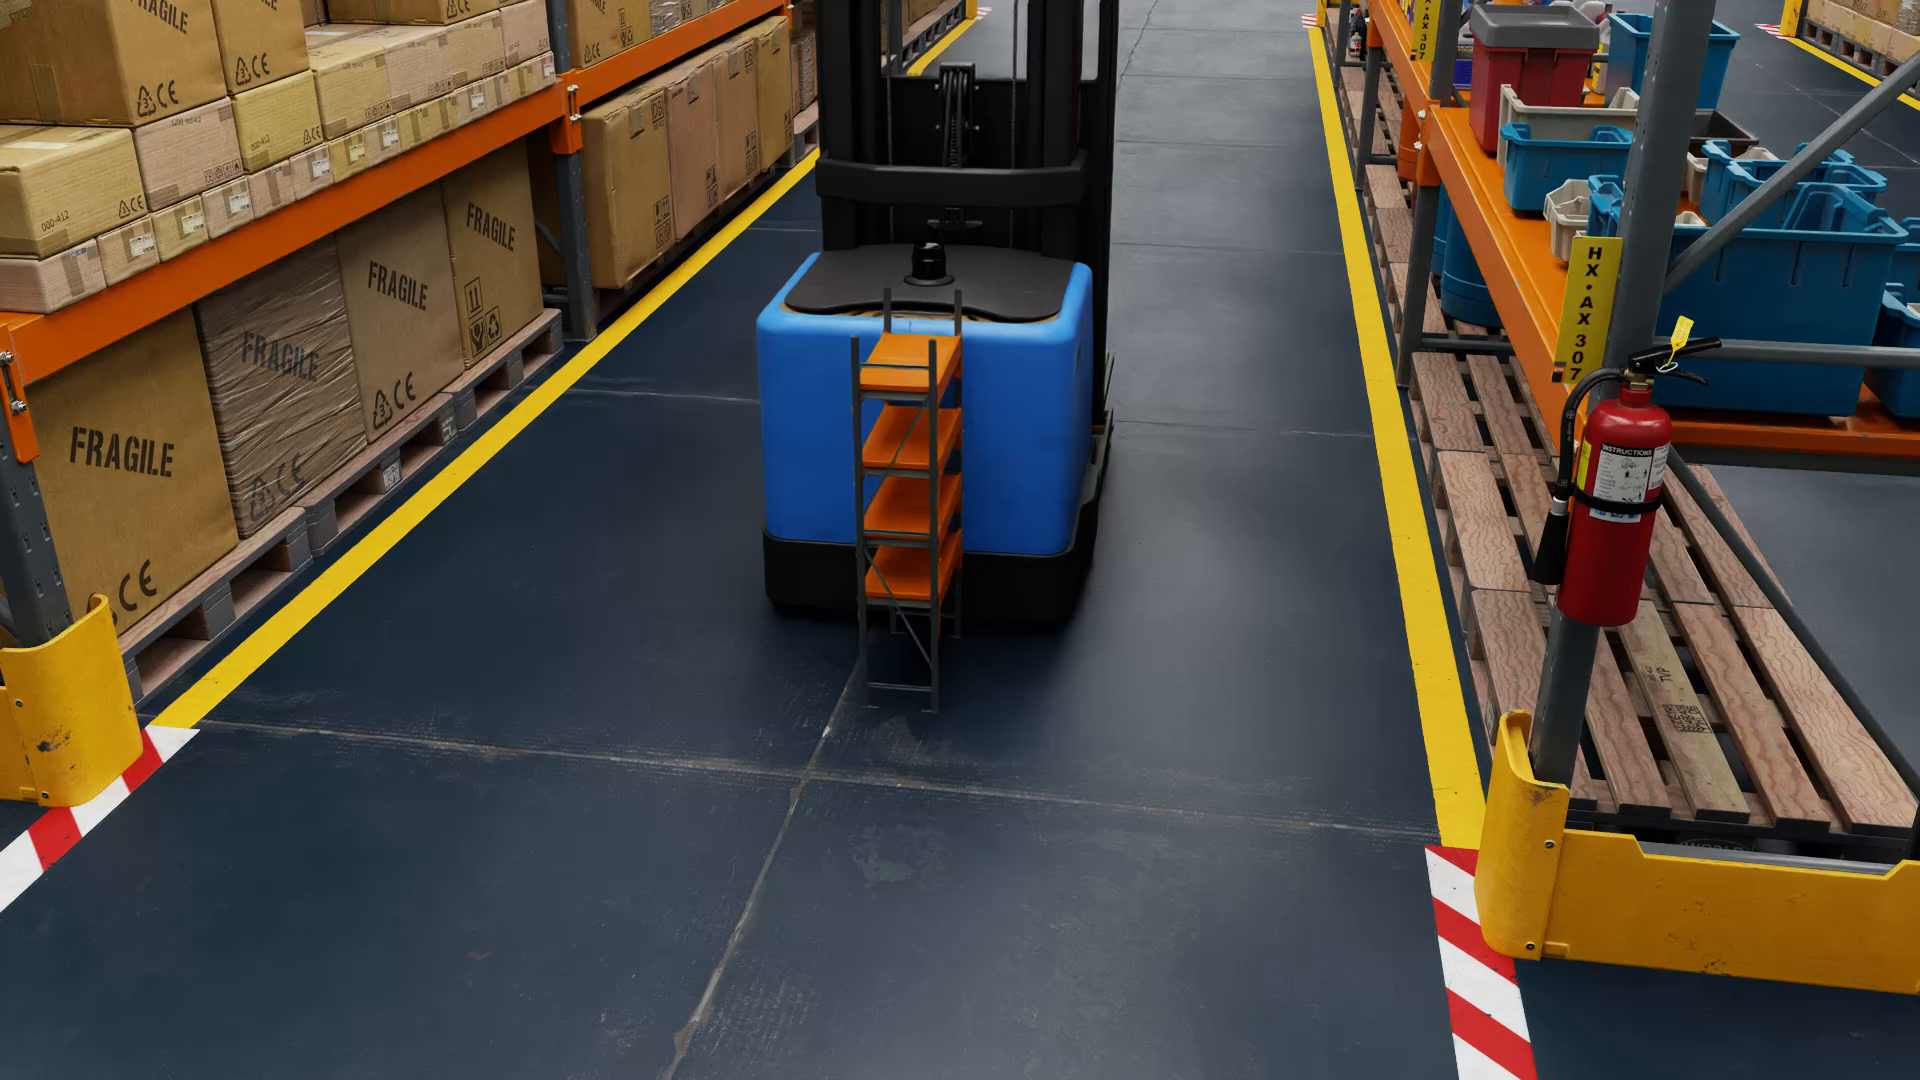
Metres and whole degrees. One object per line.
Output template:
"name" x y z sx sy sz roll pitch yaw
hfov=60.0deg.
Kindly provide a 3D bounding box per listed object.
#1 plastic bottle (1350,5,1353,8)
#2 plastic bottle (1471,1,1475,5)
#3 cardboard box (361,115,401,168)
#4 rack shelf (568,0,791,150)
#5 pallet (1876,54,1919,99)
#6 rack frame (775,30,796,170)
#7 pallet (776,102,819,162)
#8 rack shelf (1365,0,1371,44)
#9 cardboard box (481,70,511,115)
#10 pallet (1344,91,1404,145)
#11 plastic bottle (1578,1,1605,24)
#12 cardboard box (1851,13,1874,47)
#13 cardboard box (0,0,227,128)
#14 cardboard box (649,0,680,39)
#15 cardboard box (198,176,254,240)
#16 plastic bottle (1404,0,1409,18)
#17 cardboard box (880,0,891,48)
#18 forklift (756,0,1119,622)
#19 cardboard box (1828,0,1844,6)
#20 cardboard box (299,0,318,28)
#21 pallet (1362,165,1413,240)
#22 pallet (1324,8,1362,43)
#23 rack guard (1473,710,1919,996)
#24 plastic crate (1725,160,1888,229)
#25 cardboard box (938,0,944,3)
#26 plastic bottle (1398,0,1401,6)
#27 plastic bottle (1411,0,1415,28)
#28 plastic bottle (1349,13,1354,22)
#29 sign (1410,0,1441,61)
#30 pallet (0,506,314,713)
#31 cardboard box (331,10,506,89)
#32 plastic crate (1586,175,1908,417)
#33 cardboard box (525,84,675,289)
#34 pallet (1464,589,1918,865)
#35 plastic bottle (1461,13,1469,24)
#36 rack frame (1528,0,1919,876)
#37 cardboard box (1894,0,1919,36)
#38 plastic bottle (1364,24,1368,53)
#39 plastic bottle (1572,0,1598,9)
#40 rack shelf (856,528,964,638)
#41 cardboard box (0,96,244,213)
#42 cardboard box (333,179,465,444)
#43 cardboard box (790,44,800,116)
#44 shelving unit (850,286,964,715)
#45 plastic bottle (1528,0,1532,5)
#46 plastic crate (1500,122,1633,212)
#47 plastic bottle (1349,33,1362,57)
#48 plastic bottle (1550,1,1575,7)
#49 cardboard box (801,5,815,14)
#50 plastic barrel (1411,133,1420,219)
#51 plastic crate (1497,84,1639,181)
"plastic bottle" 3.826 -5.117 16.343 0.097 0.271 0.097 0 25 0
"plastic bottle" 2.555 -2.548 8.308 0.097 0.271 0.097 0 25 0
"cardboard box" -2.324 -1.492 6.195 0.380 0.149 0.250 4 25 9
"rack shelf" -2.018 -2.910 9.778 1.077 0.370 4.000 4 25 9
"pallet" 8.906 -4.124 14.812 1.003 0.211 1.213 4 25 9
"rack frame" -1.692 -4.073 11.412 1.000 3.000 0.127 4 25 9
"pallet" -1.562 -3.136 12.702 1.003 0.211 1.213 4 25 9
"rack shelf" 3.522 -4.240 12.619 1.077 0.370 4.000 4 25 9
"cardboard box" -2.156 -1.921 7.111 0.380 0.149 0.250 4 25 8
"pallet" 3.561 -3.297 13.044 1.003 0.211 1.213 4 25 9
"plastic bottle" 3.144 -2.555 8.316 0.152 0.276 0.135 4 25 9
"cardboard box" 8.834 -4.839 15.798 0.500 0.250 0.500 4 25 9
"cardboard box" -2.572 -1.524 4.910 0.500 0.500 0.500 3 25 7
"cardboard box" -1.860 -3.040 9.088 0.500 0.500 0.500 3 25 7
"cardboard box" -2.492 -1.062 5.277 0.380 0.149 0.250 4 25 8
"plastic bottle" 2.625 -3.175 9.633 0.061 0.283 0.133 4 25 9
"cardboard box" -0.933 -4.968 15.779 0.500 0.500 0.500 3 25 7
"forklift" 0.058 -1.651 6.320 1.130 2.935 3.031 4 25 7
"cardboard box" 9.001 -5.597 16.532 0.500 0.500 0.500 4 25 9
"cardboard box" -2.844 -2.200 6.353 0.500 0.500 0.500 3 25 7
"pallet" 3.107 -2.134 10.560 1.003 0.211 1.213 4 25 9
"pallet" 4.398 -5.438 17.619 1.003 0.211 1.213 4 25 9
"rack guard" 1.896 0.760 4.038 1.175 0.500 0.348 4 25 9
"plastic crate" 2.468 -0.966 4.902 0.416 0.233 0.300 4 25 9
"cardboard box" -0.503 -6.217 18.446 0.500 0.500 0.500 9 27 18
"plastic bottle" 2.706 -3.384 10.078 0.061 0.283 0.133 4 25 9
"plastic bottle" 2.570 -2.983 9.236 0.097 0.271 0.097 0 25 0
"plastic bottle" 3.686 -4.812 15.677 0.061 0.283 0.133 6 26 12
"sign" 1.999 -2.221 7.130 0.100 0.325 0.005 4 25 9
"pallet" -2.946 0.196 5.581 1.003 0.211 1.213 4 25 9
"cardboard box" -2.241 -2.047 6.911 0.500 0.250 0.500 5 26 10
"plastic crate" 1.758 -0.580 3.838 0.616 0.435 0.499 4 25 9
"cardboard box" -2.260 -1.897 8.774 1.225 0.875 0.875 4 25 9
"pallet" 2.060 0.537 4.853 1.003 0.211 1.213 4 25 9
"plastic bottle" 2.346 -2.340 7.858 0.152 0.276 0.135 4 25 9
"rack frame" 1.887 -0.384 3.531 1.000 3.000 0.127 4 25 9
"cardboard box" 8.688 -4.760 14.743 0.500 0.500 0.500 4 25 9
"plastic bottle" 3.812 -4.681 15.318 0.144 0.351 0.185 4 25 9
"plastic bottle" 3.182 -2.652 8.523 0.152 0.276 0.135 4 25 9
"rack shelf" -0.150 0.121 5.203 0.258 0.148 0.480 4 25 7
"cardboard box" -2.576 -1.193 5.087 0.500 0.250 0.500 4 25 8
"cardboard box" -2.679 -0.981 6.818 0.875 0.875 0.875 4 25 9
"cardboard box" -1.602 -3.421 12.451 0.700 0.500 0.500 3 25 6
"shelving unit" -0.150 -0.120 5.091 0.258 1.200 0.503 4 25 7
"plastic bottle" 3.475 -3.297 9.990 0.097 0.201 0.097 0 25 0
"plastic crate" 1.970 -1.212 5.427 0.416 0.233 0.300 4 25 9
"plastic bottle" 3.600 -4.508 15.124 0.097 0.201 0.097 0 25 0
"plastic bottle" 2.994 -2.565 8.338 0.152 0.276 0.135 4 25 9
"cardboard box" -1.256 -4.359 14.454 0.700 0.500 0.500 4 25 8
"plastic barrel" 2.947 -2.149 9.653 0.600 0.588 0.708 4 25 9
"plastic crate" 2.110 -1.404 5.780 0.437 0.282 0.530 4 25 9
